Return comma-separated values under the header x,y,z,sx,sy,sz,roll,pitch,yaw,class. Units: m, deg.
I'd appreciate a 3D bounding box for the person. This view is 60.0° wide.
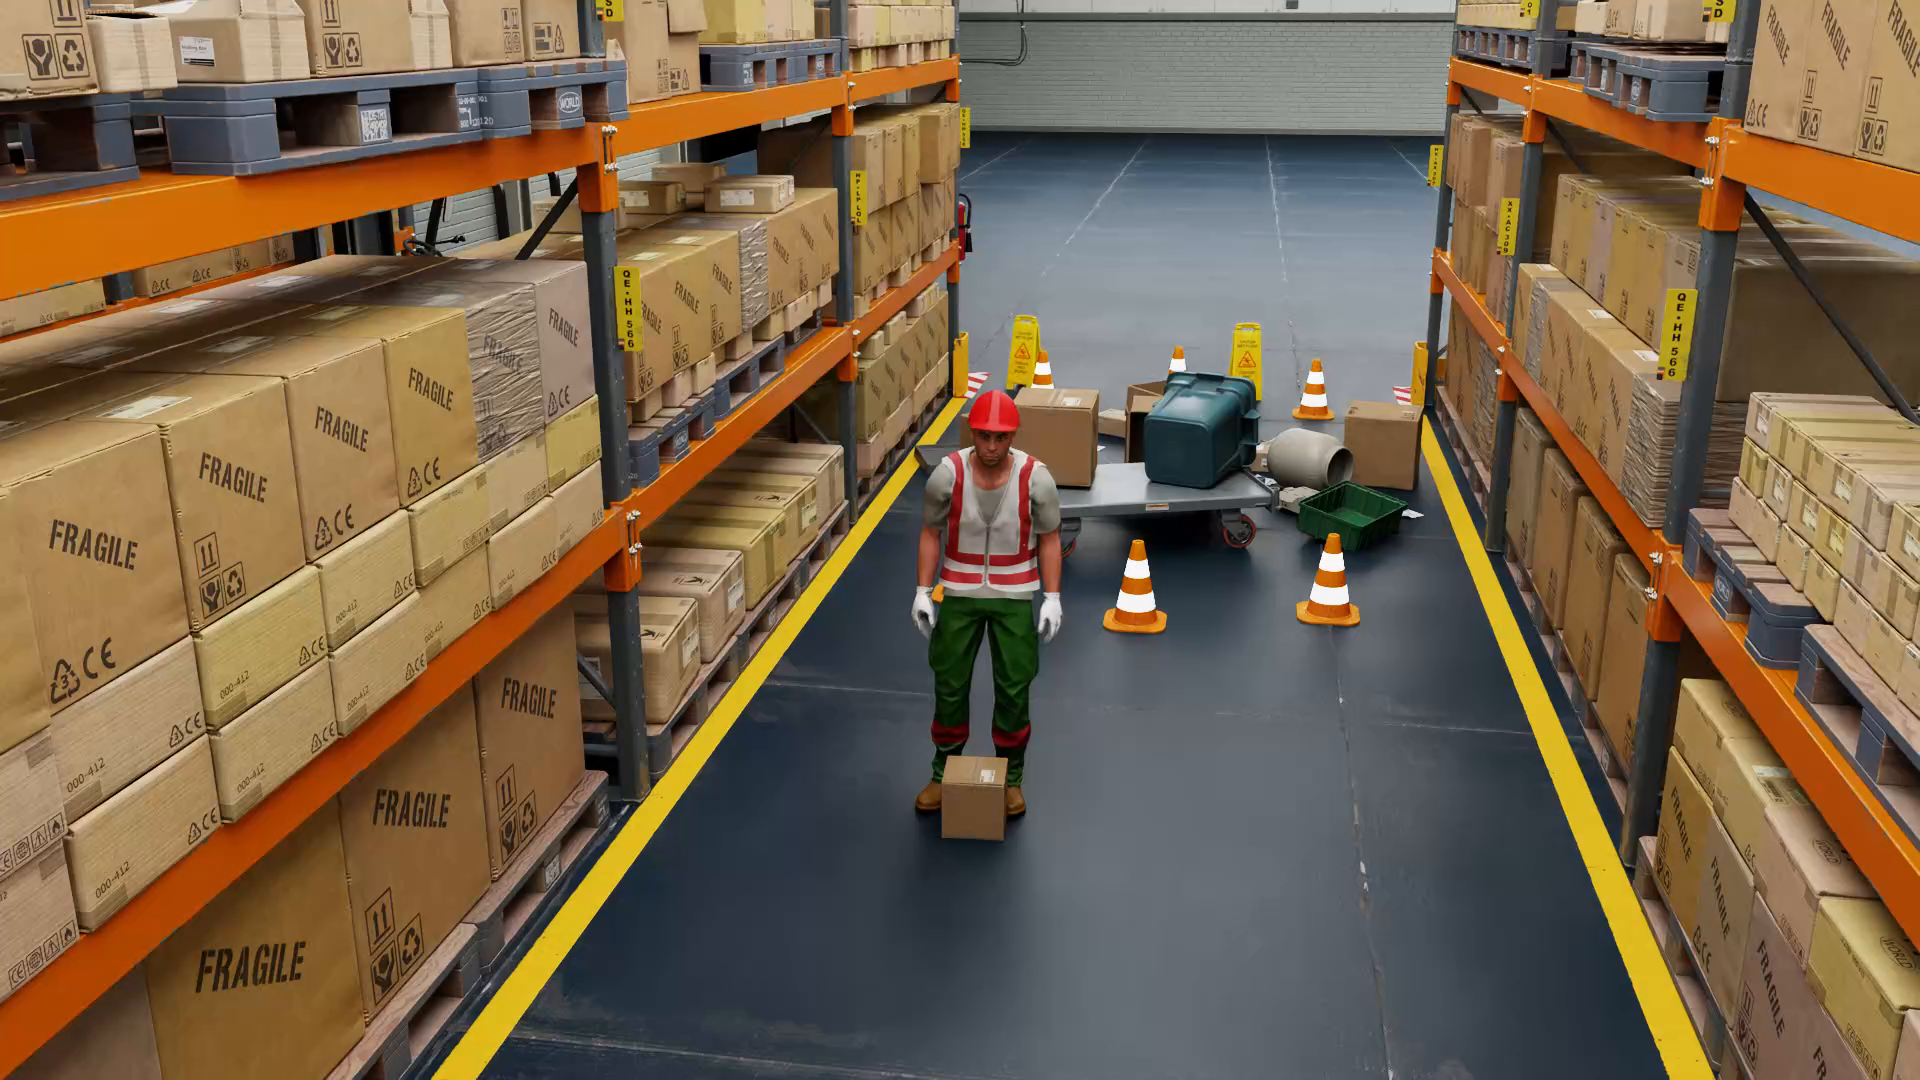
x,y,z,sx,sy,sz,roll,pitch,yaw,class
0.113,0.253,6.734,0.618,1.779,0.452,2,18,5,person
